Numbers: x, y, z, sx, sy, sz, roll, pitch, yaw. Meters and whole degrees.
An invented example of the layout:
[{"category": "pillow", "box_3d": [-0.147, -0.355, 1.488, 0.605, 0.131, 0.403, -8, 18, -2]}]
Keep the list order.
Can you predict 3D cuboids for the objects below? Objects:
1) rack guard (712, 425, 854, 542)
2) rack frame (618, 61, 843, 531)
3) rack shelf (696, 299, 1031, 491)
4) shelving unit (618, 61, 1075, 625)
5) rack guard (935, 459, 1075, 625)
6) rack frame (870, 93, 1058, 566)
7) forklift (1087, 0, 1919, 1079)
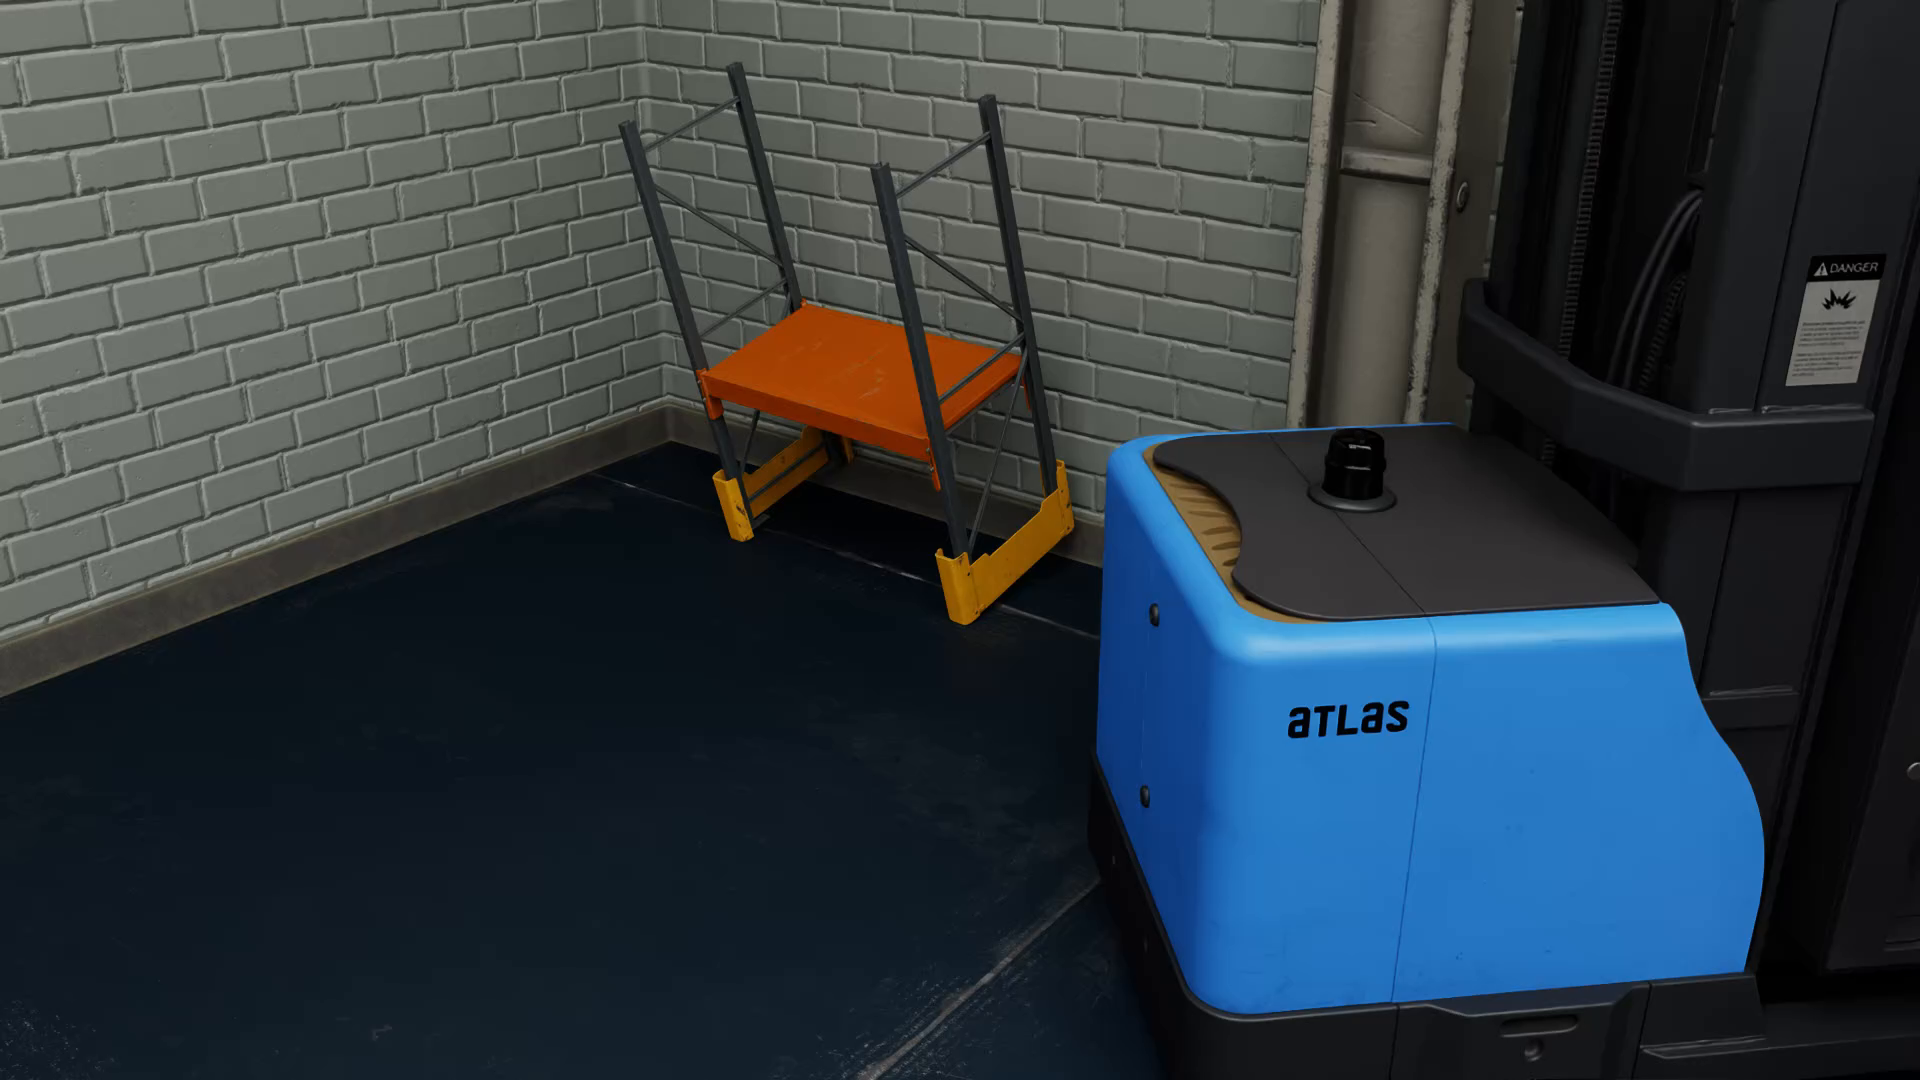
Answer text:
[{"category": "rack guard", "box_3d": [-0.611, -0.258, 5.845, 0.087, 0.250, 0.587, 19, 45, 36]}, {"category": "rack frame", "box_3d": [-0.719, -0.760, 5.488, 0.032, 1.500, 0.500, 19, 45, 36]}, {"category": "rack shelf", "box_3d": [-0.299, -0.485, 5.291, 1.000, 0.185, 0.538, 19, 45, 36]}, {"category": "shelving unit", "box_3d": [-0.337, -0.631, 5.193, 1.083, 1.500, 0.587, 19, 45, 36]}, {"category": "rack guard", "box_3d": [0.151, -0.002, 5.257, 0.087, 0.250, 0.587, 19, 45, 36]}, {"category": "rack frame", "box_3d": [0.059, -0.498, 4.888, 0.032, 1.500, 0.500, 19, 45, 36]}, {"category": "forklift", "box_3d": [1.860, -0.471, 3.183, 3.031, 2.935, 1.130, -3, 24, -7]}]
